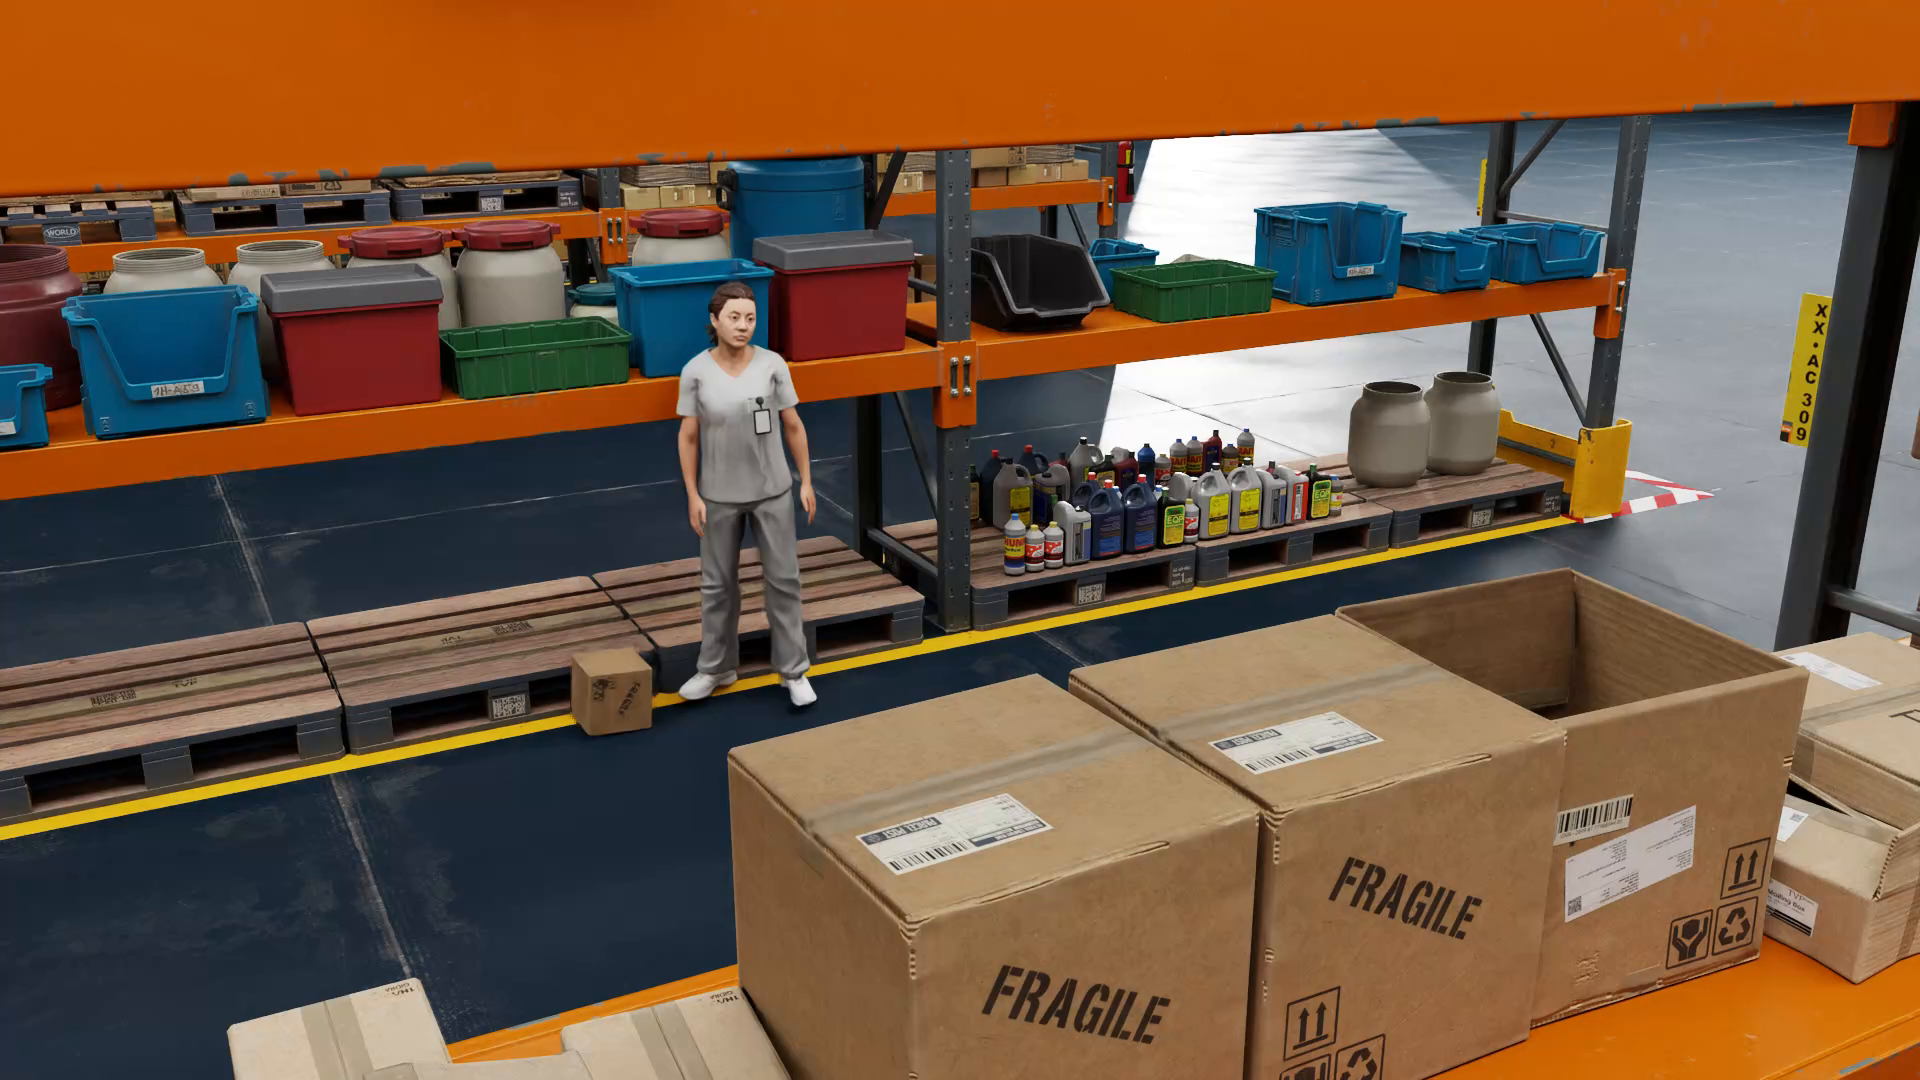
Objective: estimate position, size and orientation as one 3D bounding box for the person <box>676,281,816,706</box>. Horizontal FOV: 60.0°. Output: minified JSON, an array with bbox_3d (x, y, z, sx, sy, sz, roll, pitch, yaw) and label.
[{"bbox_3d":[-0.853,-0.170,6.491,0.574,1.678,0.376,-3,19,-8],"label":"person"}]
